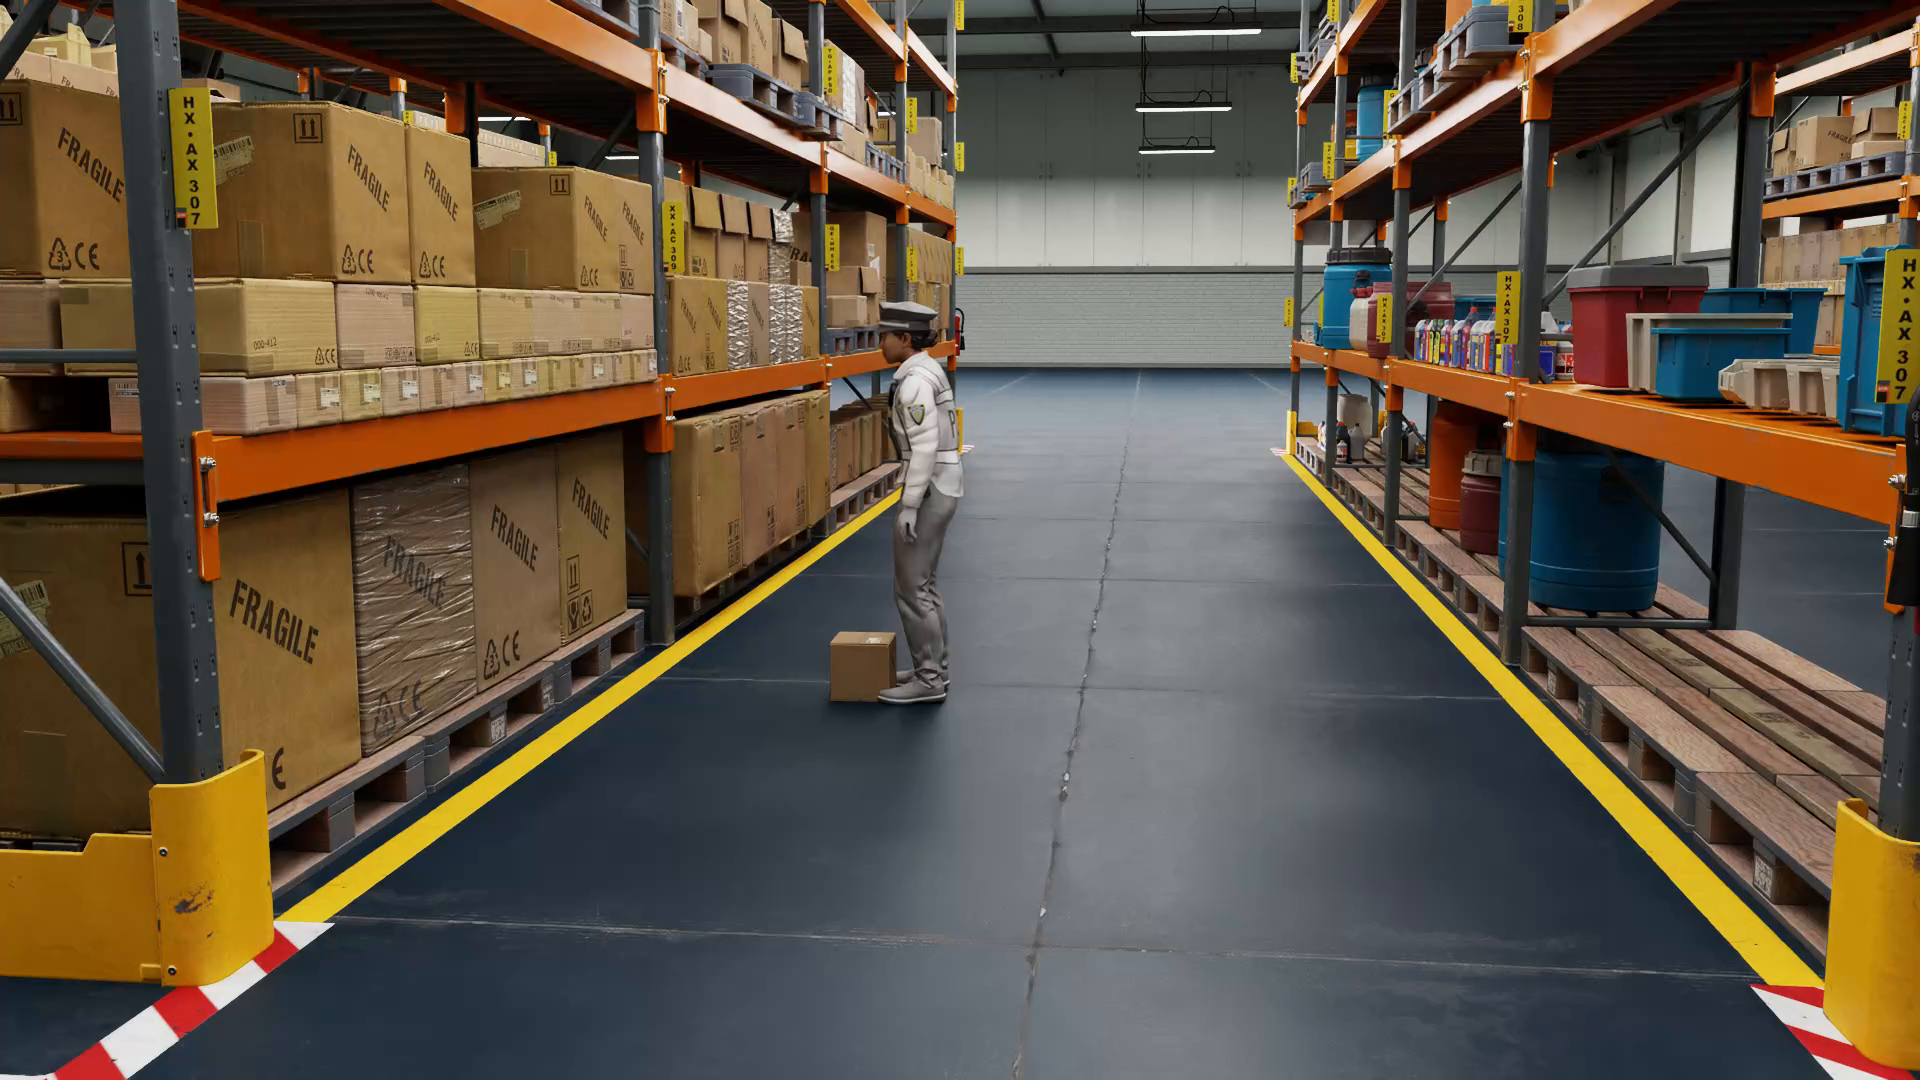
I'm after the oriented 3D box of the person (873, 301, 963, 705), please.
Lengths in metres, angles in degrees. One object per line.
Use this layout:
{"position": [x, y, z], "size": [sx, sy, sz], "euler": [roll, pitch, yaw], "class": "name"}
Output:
{"position": [-0.171, -0.159, 6.951], "size": [0.371, 1.666, 0.547], "euler": [0, 8, 3], "class": "person"}
